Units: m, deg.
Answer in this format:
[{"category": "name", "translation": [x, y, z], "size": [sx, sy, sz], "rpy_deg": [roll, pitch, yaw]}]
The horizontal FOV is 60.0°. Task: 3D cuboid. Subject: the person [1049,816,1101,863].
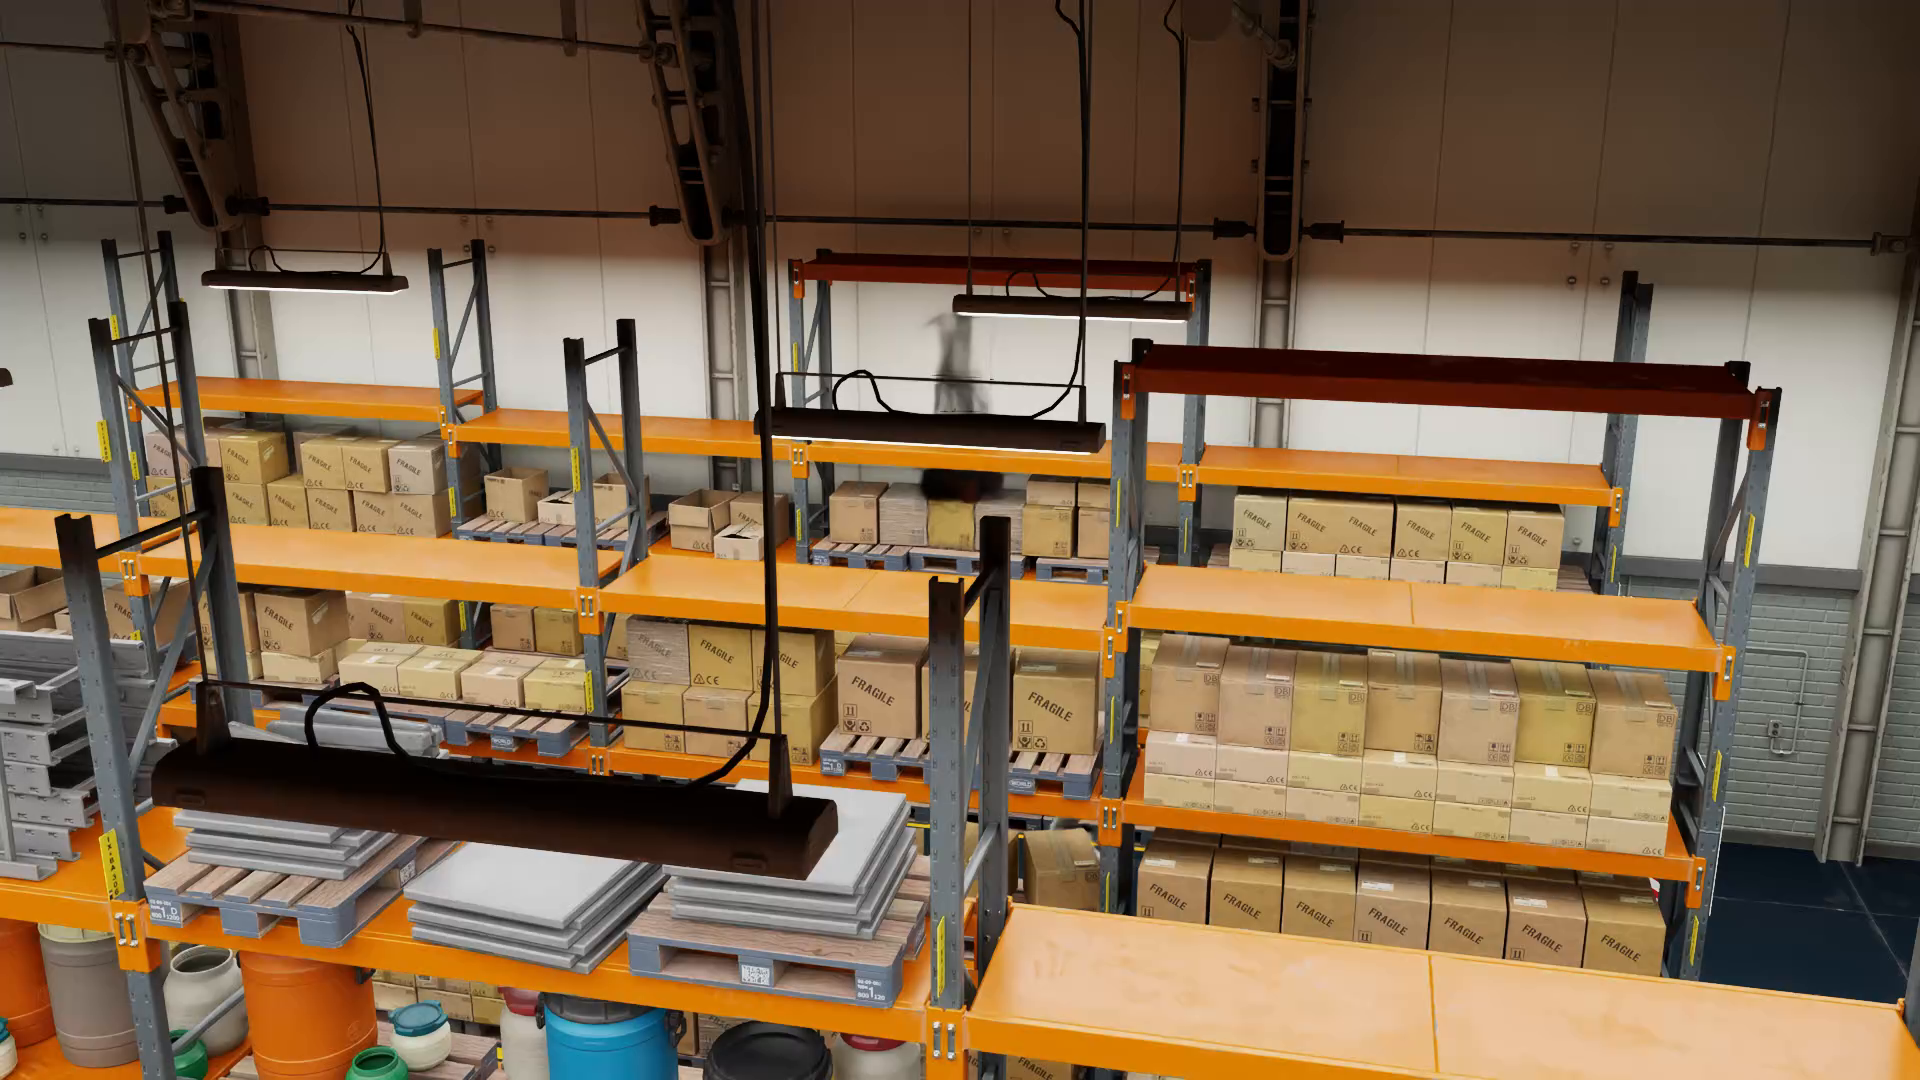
[{"category": "person", "translation": [1.126, 2.505, 15.915], "size": [0.528, 1.628, 0.566], "rpy_deg": [3, 17, 10]}]
